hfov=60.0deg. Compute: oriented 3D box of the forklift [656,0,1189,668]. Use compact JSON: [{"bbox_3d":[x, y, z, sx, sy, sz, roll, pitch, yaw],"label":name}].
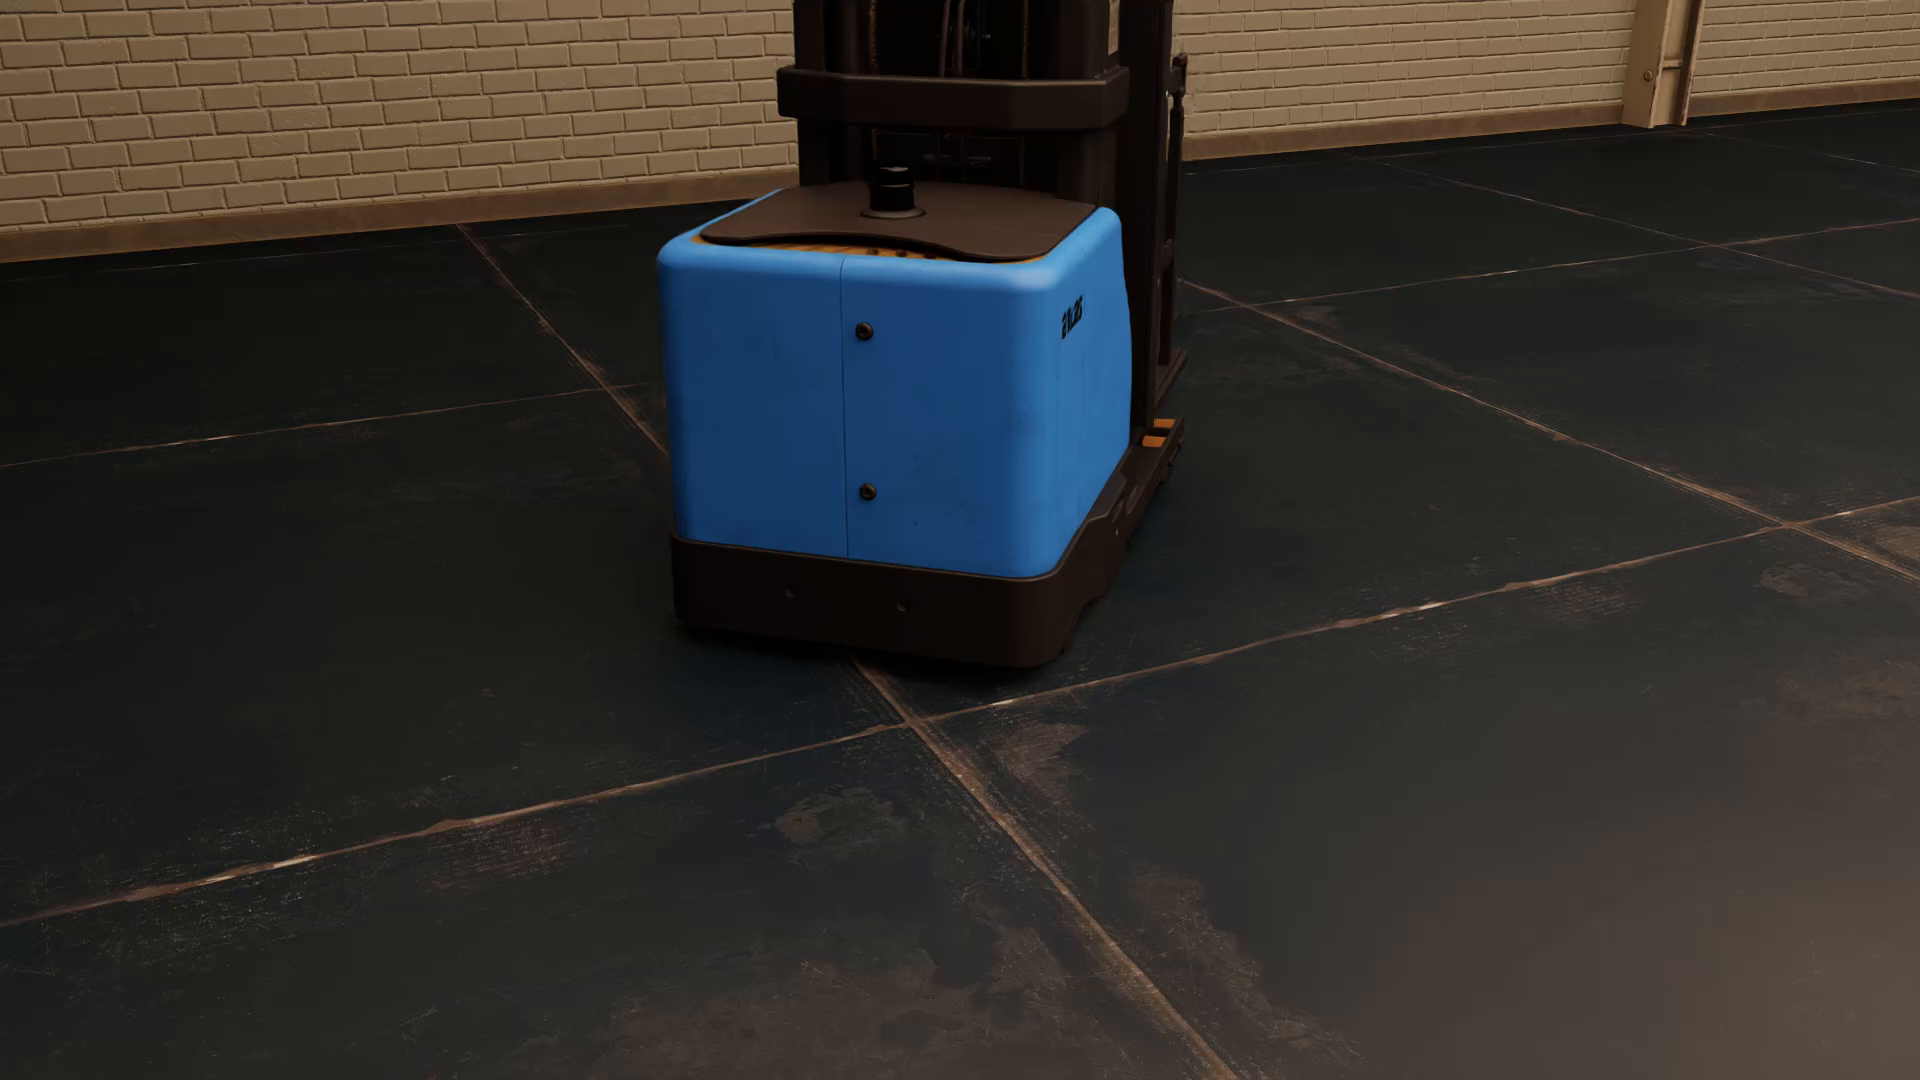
[{"bbox_3d":[0.142,-1.571,5.067,1.130,2.935,3.031,6,23,15],"label":"forklift"}]
